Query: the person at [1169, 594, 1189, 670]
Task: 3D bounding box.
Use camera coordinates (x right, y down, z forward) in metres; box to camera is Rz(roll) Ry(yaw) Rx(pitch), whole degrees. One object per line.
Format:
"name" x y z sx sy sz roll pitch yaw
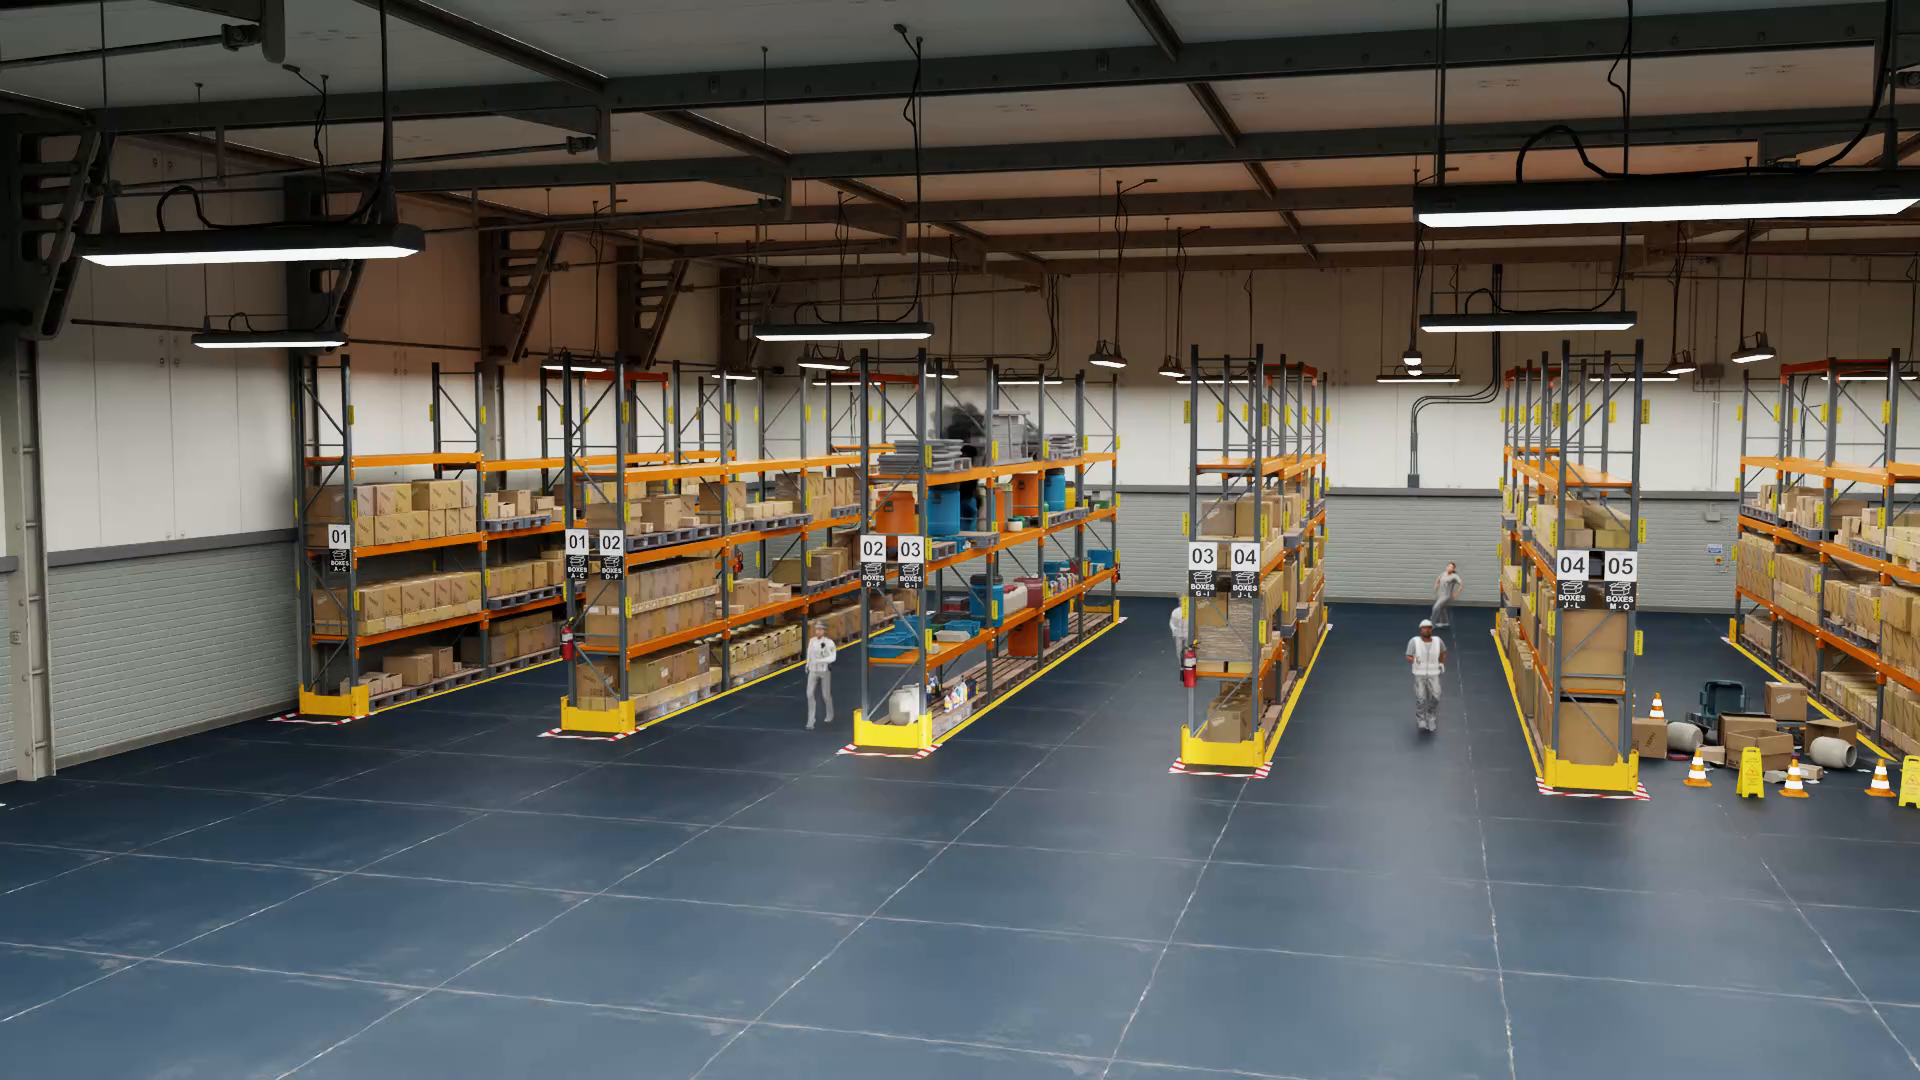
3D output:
"person" 4.206 1.828 31.231 0.589 1.653 0.528 1 5 18

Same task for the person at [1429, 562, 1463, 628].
"person" 11.186 1.303 38.726 0.794 1.620 0.719 -1 4 -15

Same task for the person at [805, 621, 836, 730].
"person" -2.243 2.154 26.721 0.588 1.747 0.756 1 4 16

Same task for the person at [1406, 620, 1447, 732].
"person" 7.372 2.151 26.263 0.643 1.776 0.637 1 4 9
